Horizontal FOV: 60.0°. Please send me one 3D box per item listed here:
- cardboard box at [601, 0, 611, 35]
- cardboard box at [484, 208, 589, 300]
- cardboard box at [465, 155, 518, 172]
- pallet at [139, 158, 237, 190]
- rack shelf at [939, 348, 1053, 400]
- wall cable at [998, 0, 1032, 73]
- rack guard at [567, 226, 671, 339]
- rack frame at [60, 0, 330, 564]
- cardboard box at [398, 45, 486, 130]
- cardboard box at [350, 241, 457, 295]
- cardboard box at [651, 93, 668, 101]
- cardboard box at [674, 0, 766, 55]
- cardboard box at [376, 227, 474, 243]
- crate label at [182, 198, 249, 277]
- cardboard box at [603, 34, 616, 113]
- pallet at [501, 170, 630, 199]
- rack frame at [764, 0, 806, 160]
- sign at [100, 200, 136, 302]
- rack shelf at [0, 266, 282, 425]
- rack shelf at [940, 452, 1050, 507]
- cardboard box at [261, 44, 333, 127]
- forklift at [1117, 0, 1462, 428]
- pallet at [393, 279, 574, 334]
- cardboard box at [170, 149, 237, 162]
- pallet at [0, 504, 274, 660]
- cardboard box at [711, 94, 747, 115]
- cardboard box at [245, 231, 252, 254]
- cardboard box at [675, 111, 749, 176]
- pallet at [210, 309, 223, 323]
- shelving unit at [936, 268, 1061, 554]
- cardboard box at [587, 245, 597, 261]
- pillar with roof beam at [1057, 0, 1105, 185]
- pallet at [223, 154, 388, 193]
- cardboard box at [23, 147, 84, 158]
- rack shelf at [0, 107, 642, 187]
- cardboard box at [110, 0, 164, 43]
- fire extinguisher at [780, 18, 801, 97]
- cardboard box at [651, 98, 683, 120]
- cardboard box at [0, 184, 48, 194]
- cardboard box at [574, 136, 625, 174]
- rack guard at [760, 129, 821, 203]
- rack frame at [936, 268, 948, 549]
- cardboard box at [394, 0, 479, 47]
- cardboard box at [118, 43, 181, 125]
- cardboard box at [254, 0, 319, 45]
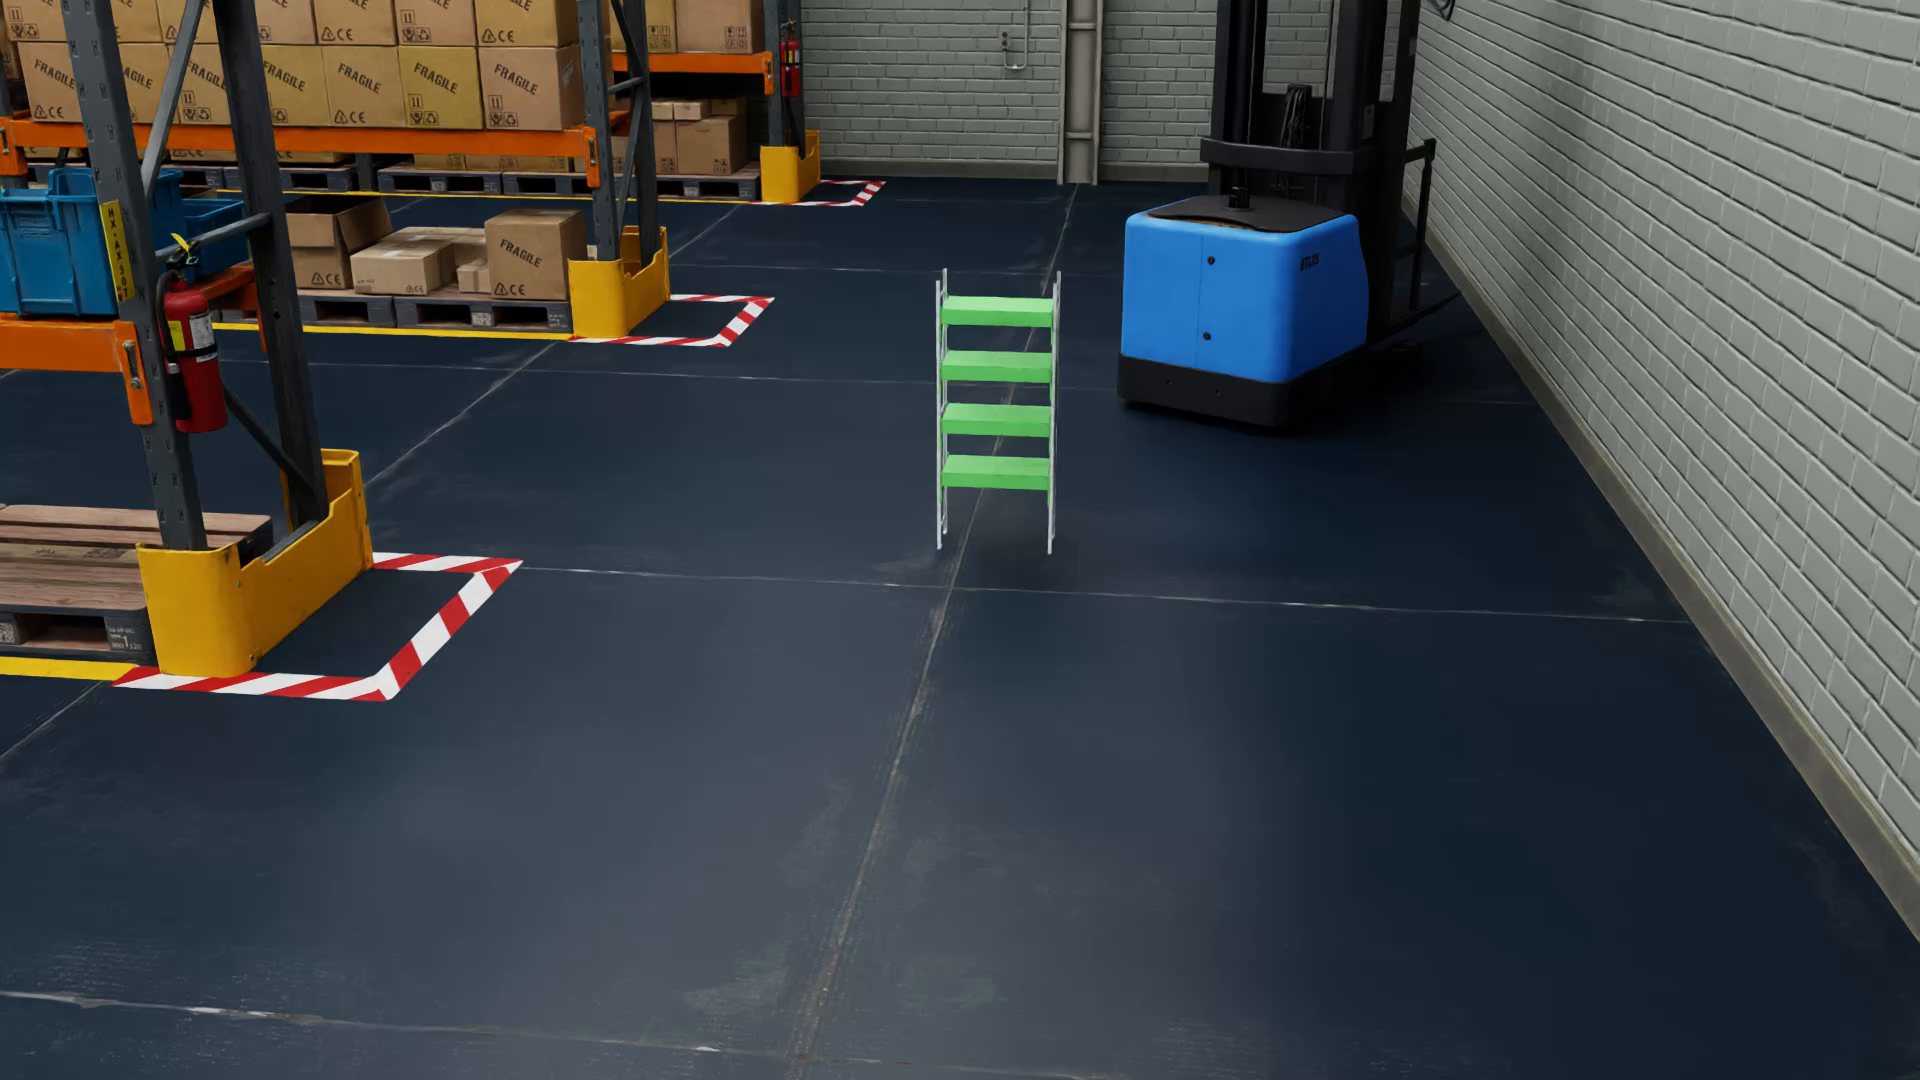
[{"bbox_3d":[-2.610,-3.534,10.802,0.500,0.500,0.500,3,22,8],"label":"cardboard box"},{"bbox_3d":[-2.769,-1.883,10.923,0.500,0.500,0.500,2,22,6],"label":"cardboard box"},{"bbox_3d":[-4.364,-3.829,15.873,0.500,0.500,0.700,2,22,6],"label":"cardboard box"},{"bbox_3d":[-7.583,-3.650,16.384,1.213,0.211,1.003,2,22,6],"label":"pallet"},{"bbox_3d":[0.164,-0.715,7.136,0.480,0.148,0.258,2,22,6],"label":"rack shelf"},{"bbox_3d":[-0.238,-5.478,15.834,1.851,1.984,0.084,2,22,6],"label":"wall cable"},{"bbox_3d":[-2.275,-1.748,11.180,0.348,0.500,1.175,2,22,6],"label":"rack guard"},{"bbox_3d":[-2.787,-1.099,6.139,0.127,3.000,1.000,2,22,6],"label":"rack frame"},{"bbox_3d":[-3.192,-2.895,10.545,0.500,0.500,0.500,3,22,7],"label":"cardboard box"},{"bbox_3d":[-3.709,-1.818,11.101,0.500,0.250,0.500,2,22,6],"label":"cardboard box"},{"bbox_3d":[-2.932,-4.144,15.789,0.250,0.149,0.380,3,22,7],"label":"cardboard box"},{"bbox_3d":[-2.128,-4.874,15.279,0.700,0.700,0.980,3,22,9],"label":"cardboard box"},{"bbox_3d":[-3.700,-2.003,11.568,0.500,0.250,0.500,2,22,6],"label":"cardboard box"},{"bbox_3d":[-2.993,-1.179,6.489,0.303,0.233,0.416,2,22,6],"label":"crate label"},{"bbox_3d":[-2.610,-3.069,10.986,0.500,0.500,0.500,3,22,7],"label":"cardboard box"},{"bbox_3d":[-3.632,-3.479,15.951,1.213,0.211,1.003,2,22,6],"label":"pallet"},{"bbox_3d":[-1.621,-4.716,15.288,0.127,3.000,1.000,2,22,6],"label":"rack frame"},{"bbox_3d":[-2.835,-0.973,5.599,0.005,0.325,0.100,2,22,6],"label":"sign"},{"bbox_3d":[-4.773,-0.850,6.490,4.000,0.370,1.077,2,22,6],"label":"rack shelf"},{"bbox_3d":[0.164,-0.268,7.313,0.480,0.148,0.258,2,22,6],"label":"rack shelf"},{"bbox_3d":[-4.188,-2.940,10.660,0.500,0.500,0.500,2,22,6],"label":"cardboard box"},{"bbox_3d":[2.157,-2.437,9.617,1.130,2.935,3.031,15,26,34],"label":"forklift"},{"bbox_3d":[-3.067,-1.647,11.320,1.213,0.211,1.003,2,22,6],"label":"pallet"},{"bbox_3d":[-7.137,-4.102,16.089,0.750,0.750,0.750,3,22,8],"label":"cardboard box"},{"bbox_3d":[-3.601,0.148,6.777,1.213,0.211,1.003,2,22,6],"label":"pallet"},{"bbox_3d":[-2.180,-4.111,15.706,0.250,0.149,0.380,3,22,7],"label":"cardboard box"},{"bbox_3d":[-4.828,-2.081,11.681,0.500,0.311,0.500,2,22,6],"label":"cardboard box"},{"bbox_3d":[-2.328,-3.742,15.654,0.500,0.500,0.700,2,22,6],"label":"cardboard box"},{"bbox_3d":[-5.490,-1.753,11.587,1.213,0.211,1.003,2,22,6],"label":"pallet"},{"bbox_3d":[0.164,-0.551,7.201,0.503,1.200,0.258,2,22,6],"label":"shelving unit"},{"bbox_3d":[-2.575,-1.929,11.519,0.250,0.149,0.380,2,22,6],"label":"cardboard box"},{"bbox_3d":[0.656,-6.133,10.712,0.400,9.000,9.100,2,22,6],"label":"pillar with roof beam"},{"bbox_3d":[-6.368,-3.598,16.253,1.213,0.211,1.003,2,22,6],"label":"pallet"},{"bbox_3d":[-8.850,-4.178,16.280,0.750,0.750,0.750,2,22,6],"label":"cardboard box"},{"bbox_3d":[-4.186,-2.659,11.064,4.000,0.370,1.077,2,22,6],"label":"rack shelf"},{"bbox_3d":[-5.225,-3.446,10.581,0.500,0.500,0.500,2,22,5],"label":"cardboard box"},{"bbox_3d":[-1.525,-4.331,14.928,0.183,0.674,0.296,2,22,6],"label":"fire extinguisher"},{"bbox_3d":[-2.730,-3.994,15.408,0.250,0.149,0.380,3,22,8],"label":"cardboard box"},{"bbox_3d":[-6.624,-2.232,11.807,0.500,0.500,0.500,2,22,4],"label":"cardboard box"},{"bbox_3d":[-3.324,-3.785,15.763,0.500,0.500,0.700,2,22,5],"label":"cardboard box"},{"bbox_3d":[-1.597,-3.552,15.745,0.348,0.500,1.175,2,22,6],"label":"rack guard"},{"bbox_3d":[-0.078,-0.561,7.228,0.015,1.200,0.240,2,22,6],"label":"rack frame"},{"bbox_3d":[-3.176,-3.359,10.360,0.500,0.500,0.500,3,22,8],"label":"cardboard box"},{"bbox_3d":[-5.189,-2.984,10.771,0.500,0.500,0.500,3,22,7],"label":"cardboard box"},{"bbox_3d":[-4.202,-3.402,10.468,0.500,0.500,0.500,3,22,8],"label":"cardboard box"}]
